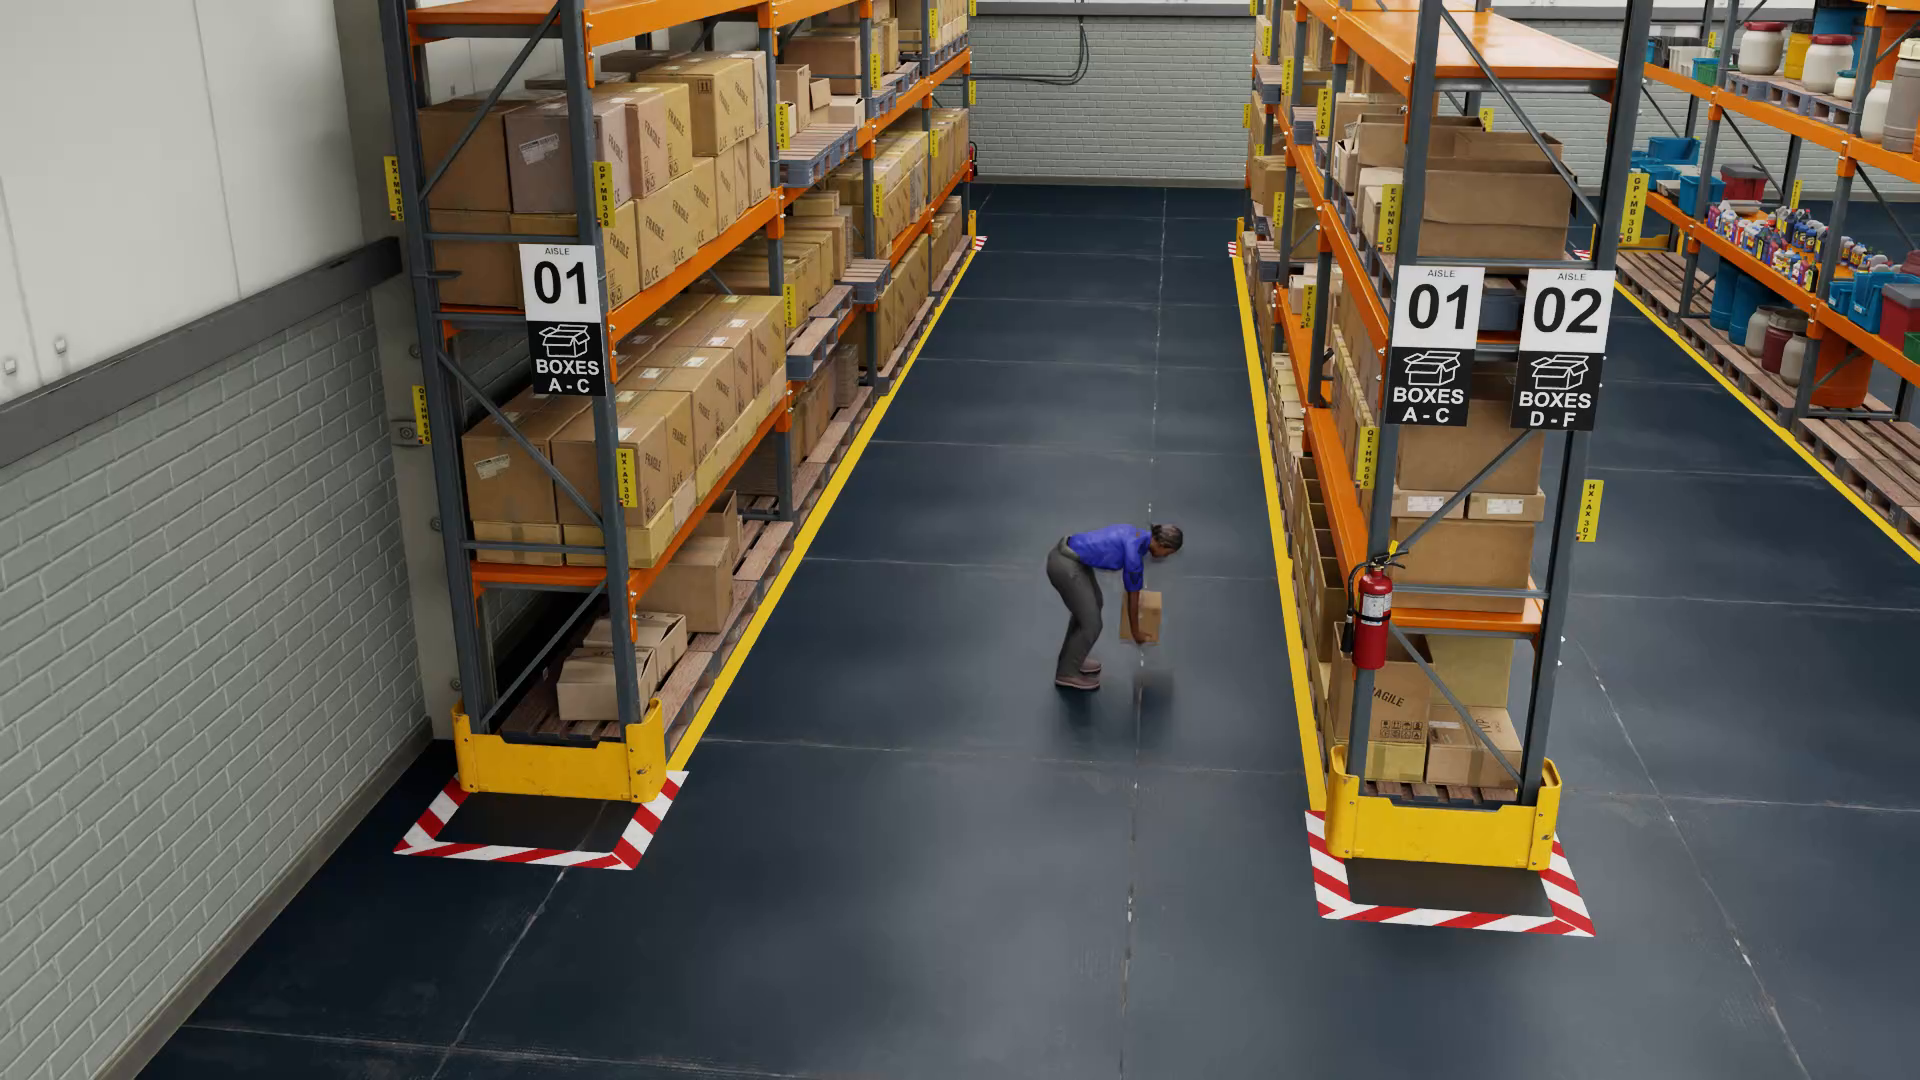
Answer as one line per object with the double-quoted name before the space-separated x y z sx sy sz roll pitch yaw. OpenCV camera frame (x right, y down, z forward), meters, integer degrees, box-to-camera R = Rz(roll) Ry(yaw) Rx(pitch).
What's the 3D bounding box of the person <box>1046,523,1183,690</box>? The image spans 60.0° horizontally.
"person" 0.994 0.405 10.816 0.867 1.110 0.420 2 21 5
